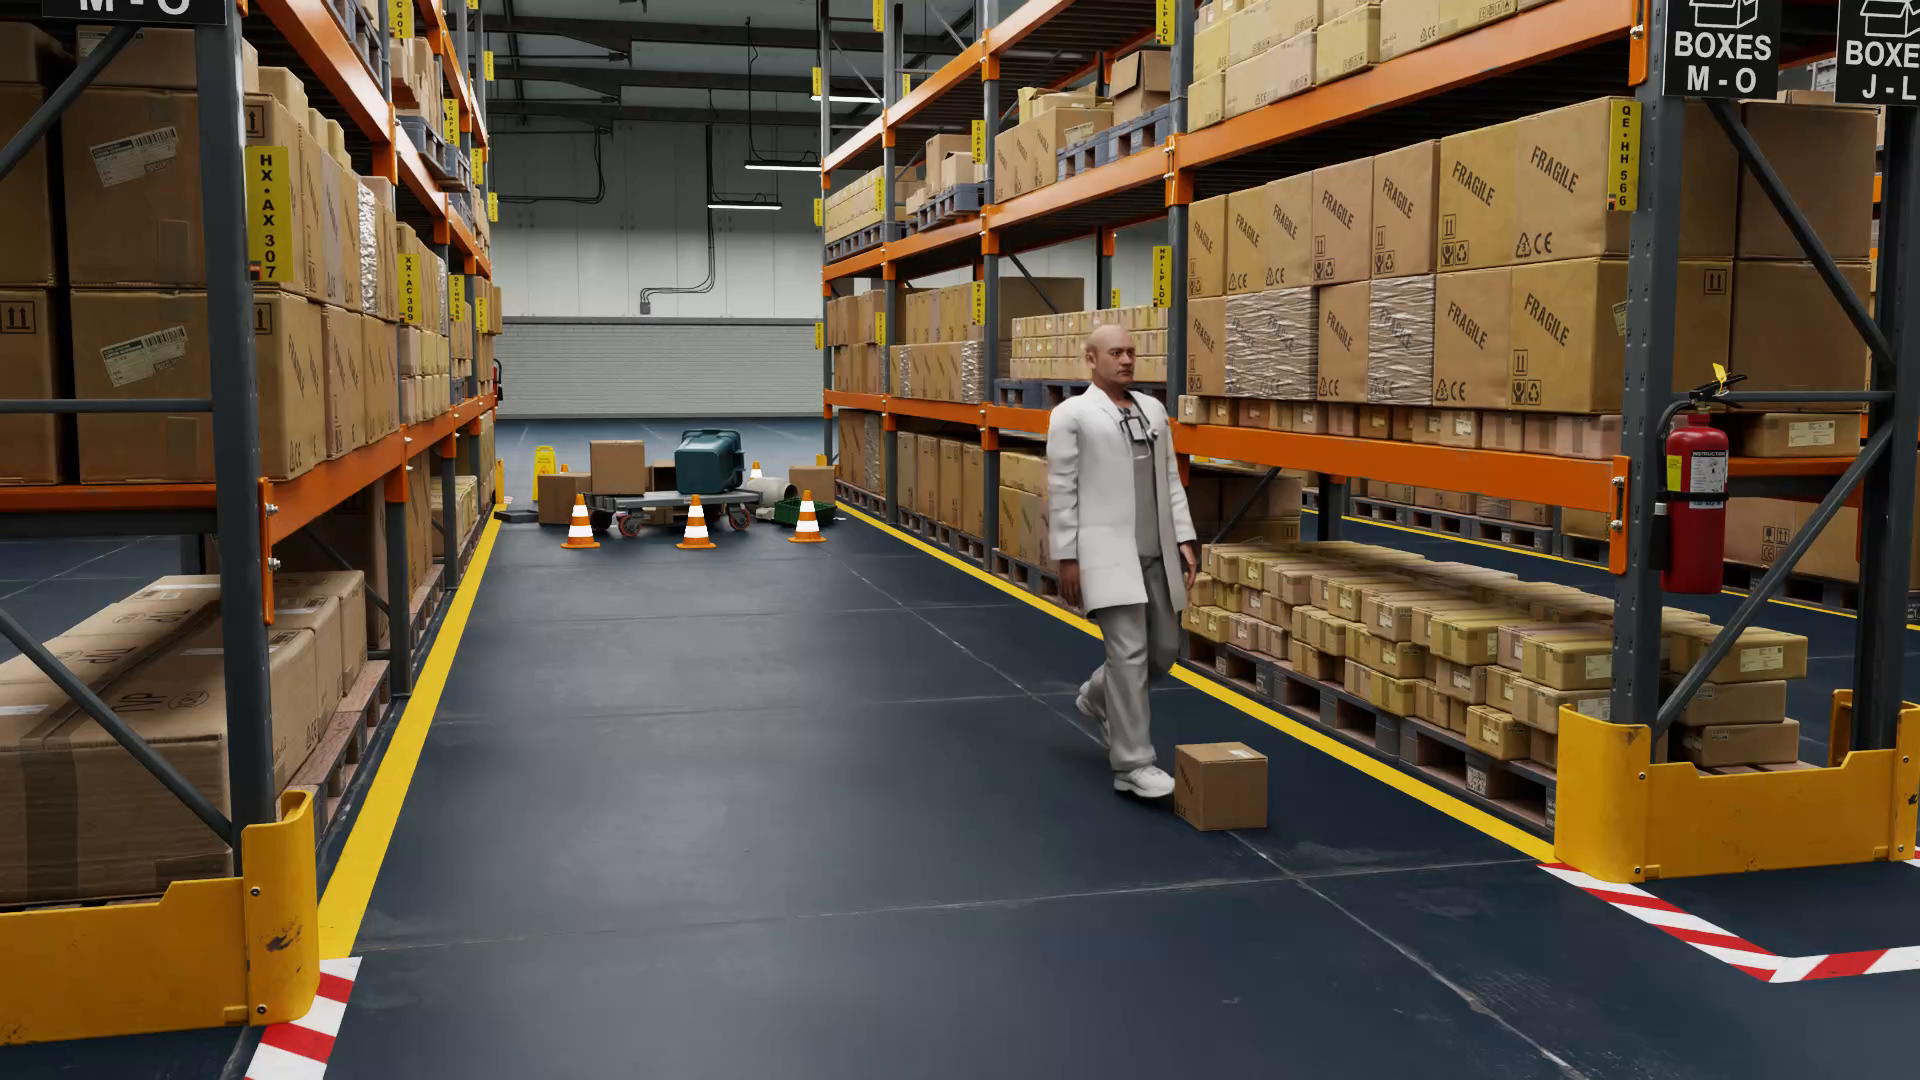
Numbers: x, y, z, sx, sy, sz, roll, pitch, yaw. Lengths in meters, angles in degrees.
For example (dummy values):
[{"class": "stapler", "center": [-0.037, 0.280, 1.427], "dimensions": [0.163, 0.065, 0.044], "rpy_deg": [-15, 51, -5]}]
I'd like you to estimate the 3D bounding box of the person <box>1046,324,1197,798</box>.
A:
[{"class": "person", "center": [0.647, 0.052, 6.381], "dimensions": [0.581, 1.748, 0.909], "rpy_deg": [-4, 7, -33]}]
